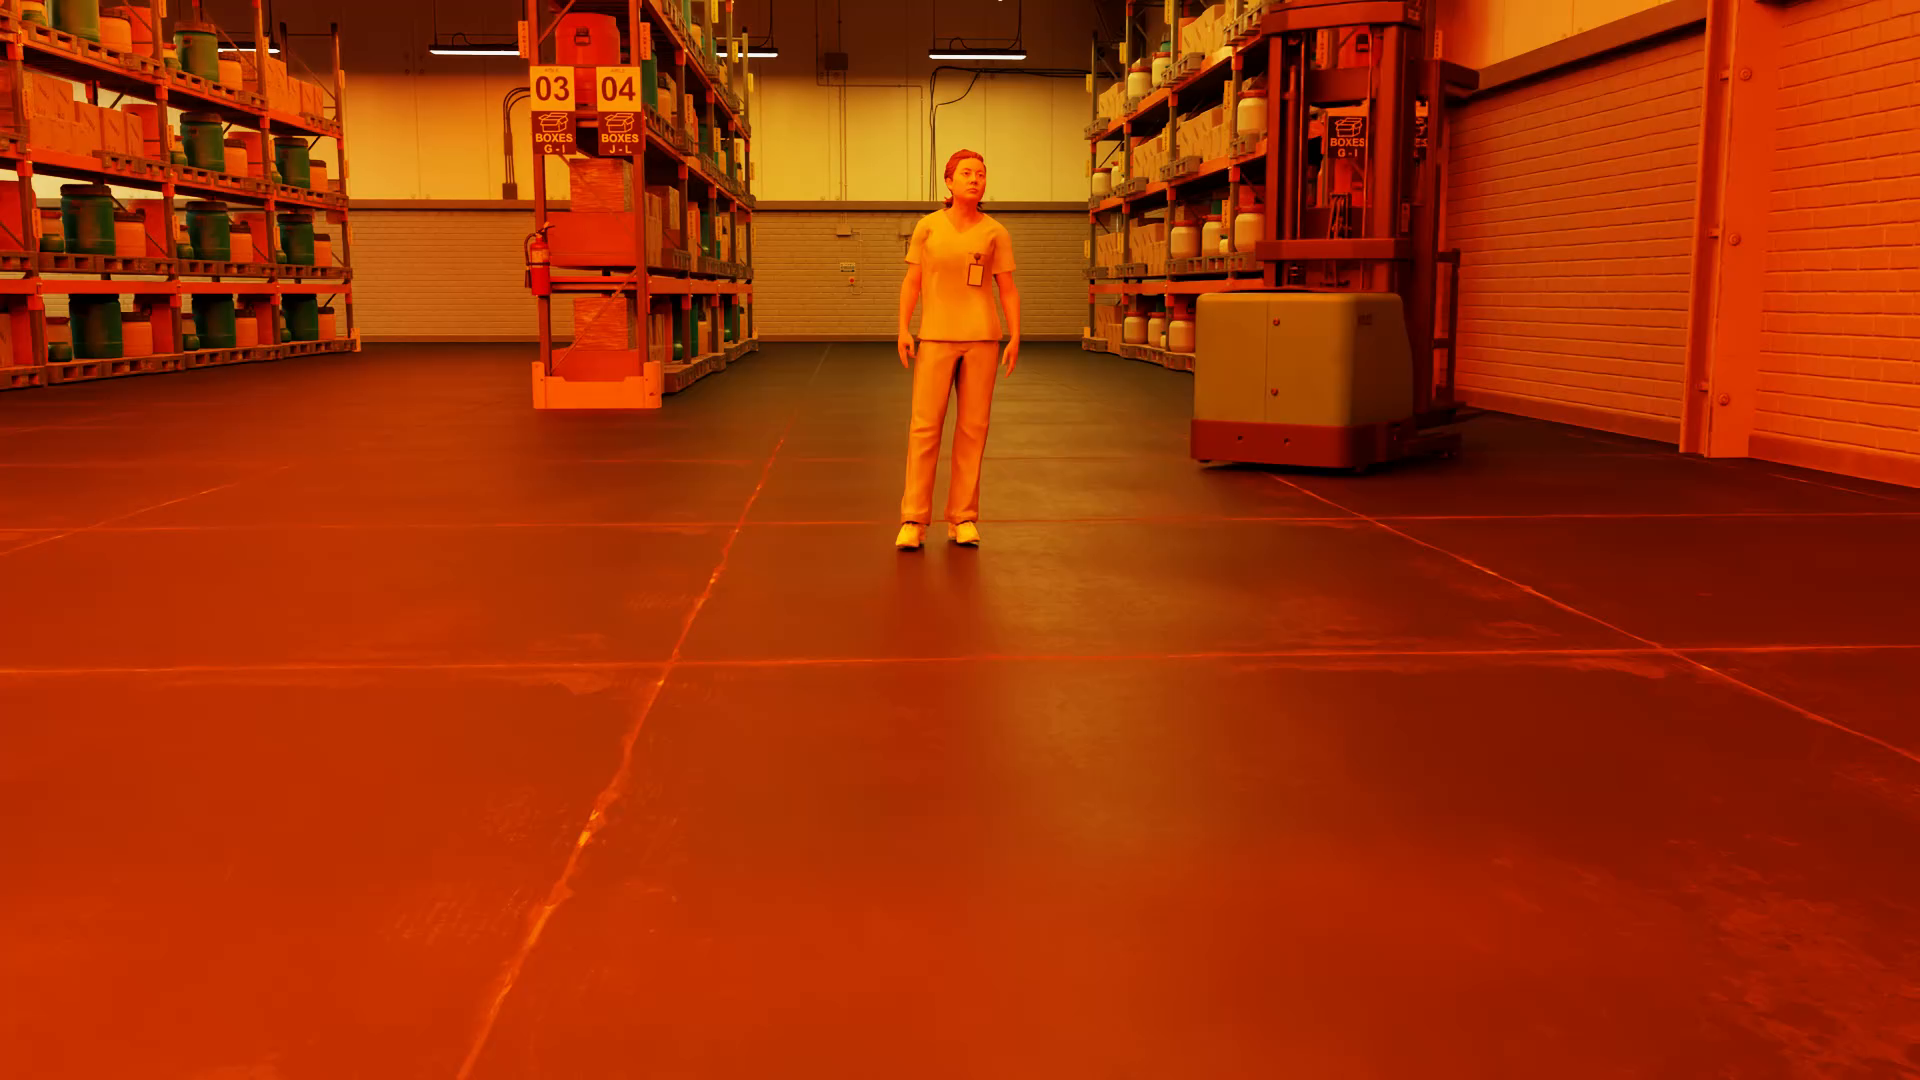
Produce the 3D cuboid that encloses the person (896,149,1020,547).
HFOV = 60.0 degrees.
[{"bbox_3d":[-0.009,-0.825,7.112,0.549,1.673,0.548,-1,8,-4],"label":"person"}]

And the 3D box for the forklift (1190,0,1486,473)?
[{"bbox_3d":[2.679,-2.014,10.897,1.130,2.935,3.031,6,10,35],"label":"forklift"}]
